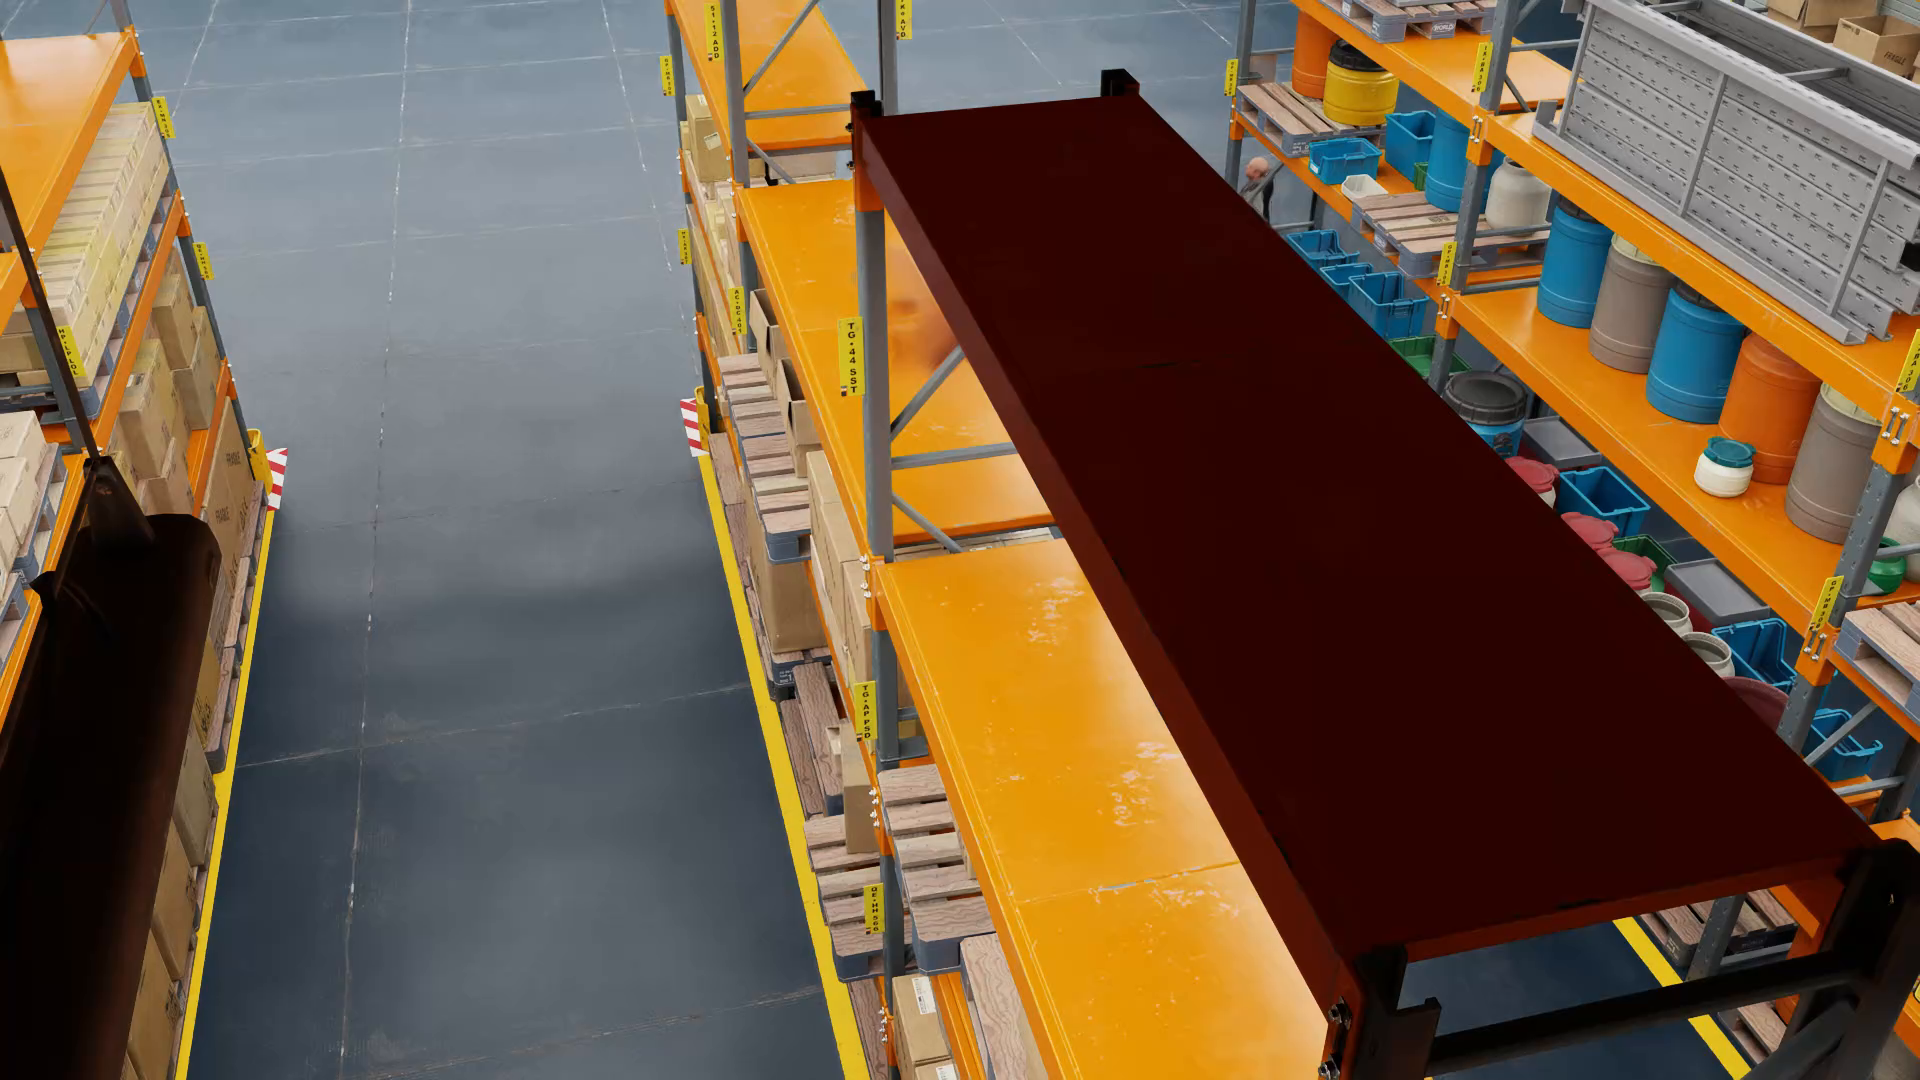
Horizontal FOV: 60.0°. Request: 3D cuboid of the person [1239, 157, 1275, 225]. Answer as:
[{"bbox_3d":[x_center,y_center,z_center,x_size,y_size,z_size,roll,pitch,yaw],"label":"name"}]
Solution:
[{"bbox_3d":[3.014,-3.200,17.288,0.835,1.671,0.713,15,37,21],"label":"person"}]
